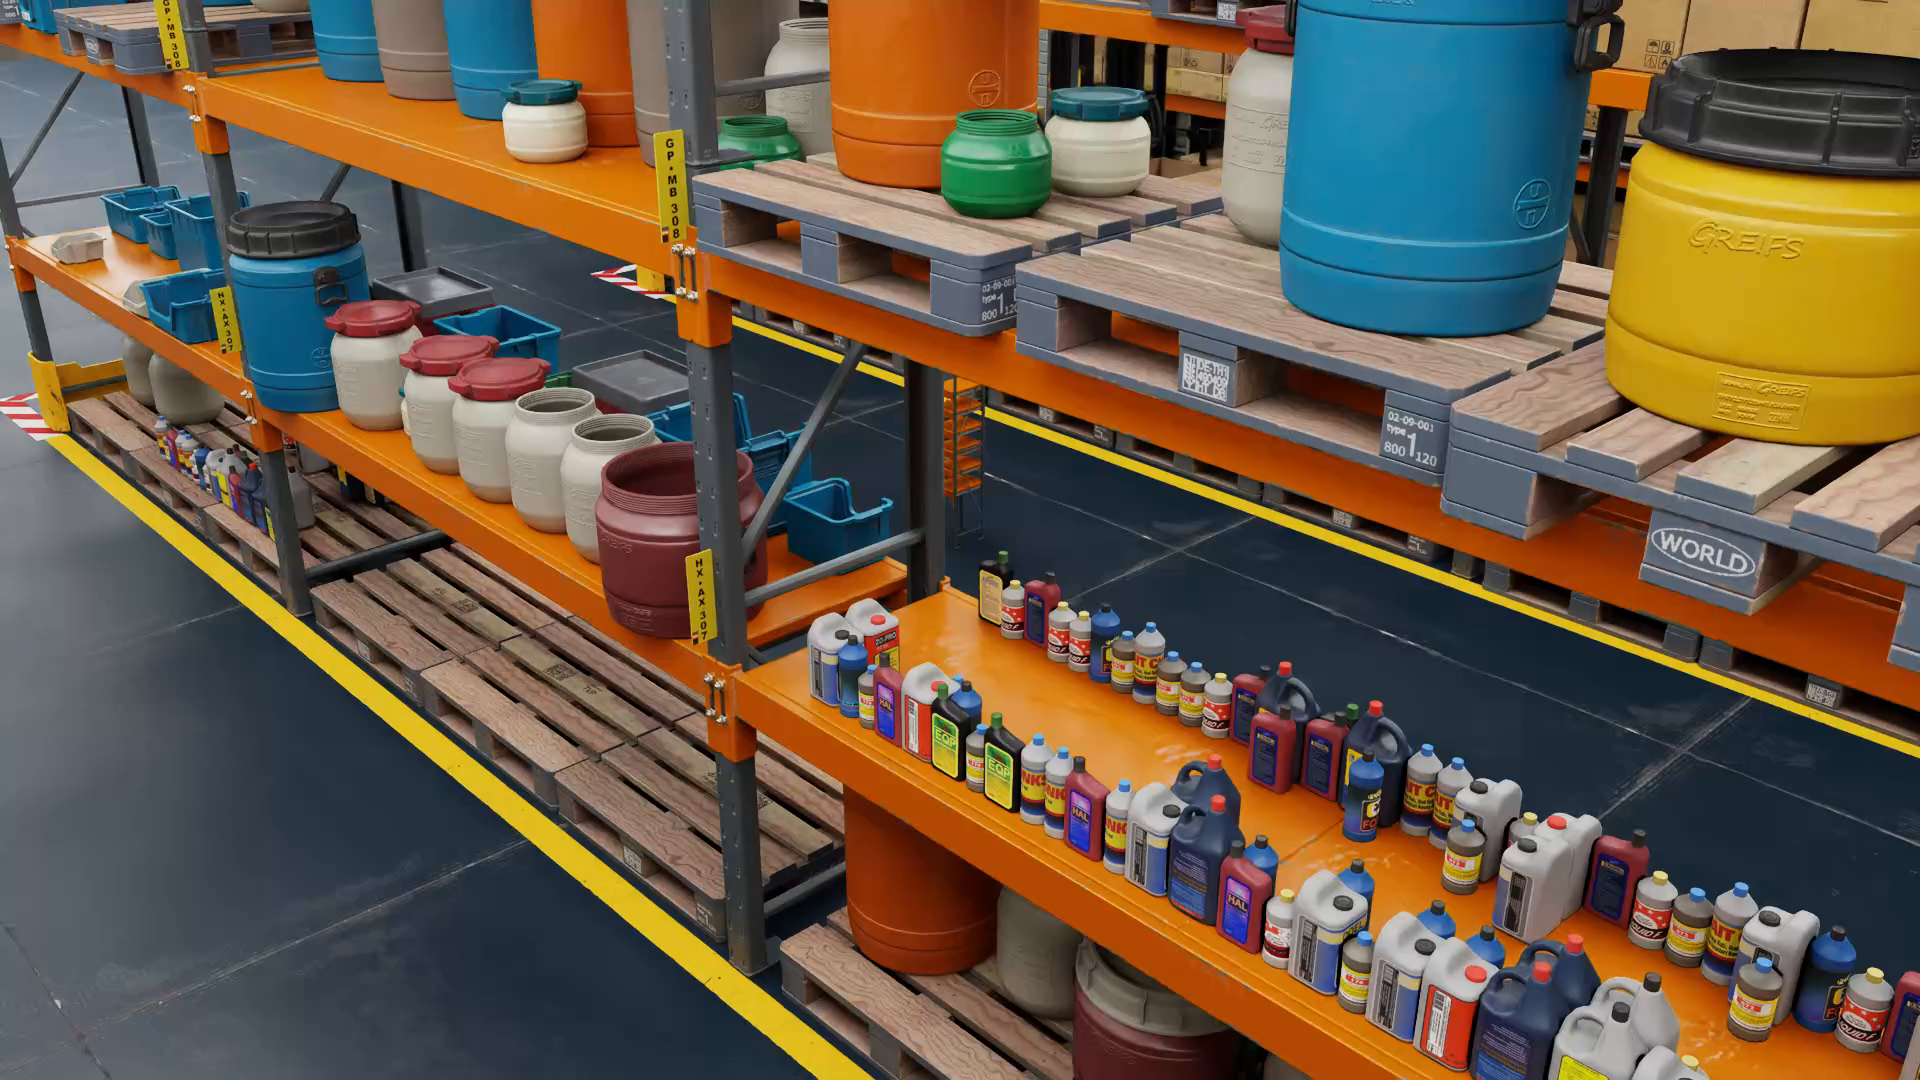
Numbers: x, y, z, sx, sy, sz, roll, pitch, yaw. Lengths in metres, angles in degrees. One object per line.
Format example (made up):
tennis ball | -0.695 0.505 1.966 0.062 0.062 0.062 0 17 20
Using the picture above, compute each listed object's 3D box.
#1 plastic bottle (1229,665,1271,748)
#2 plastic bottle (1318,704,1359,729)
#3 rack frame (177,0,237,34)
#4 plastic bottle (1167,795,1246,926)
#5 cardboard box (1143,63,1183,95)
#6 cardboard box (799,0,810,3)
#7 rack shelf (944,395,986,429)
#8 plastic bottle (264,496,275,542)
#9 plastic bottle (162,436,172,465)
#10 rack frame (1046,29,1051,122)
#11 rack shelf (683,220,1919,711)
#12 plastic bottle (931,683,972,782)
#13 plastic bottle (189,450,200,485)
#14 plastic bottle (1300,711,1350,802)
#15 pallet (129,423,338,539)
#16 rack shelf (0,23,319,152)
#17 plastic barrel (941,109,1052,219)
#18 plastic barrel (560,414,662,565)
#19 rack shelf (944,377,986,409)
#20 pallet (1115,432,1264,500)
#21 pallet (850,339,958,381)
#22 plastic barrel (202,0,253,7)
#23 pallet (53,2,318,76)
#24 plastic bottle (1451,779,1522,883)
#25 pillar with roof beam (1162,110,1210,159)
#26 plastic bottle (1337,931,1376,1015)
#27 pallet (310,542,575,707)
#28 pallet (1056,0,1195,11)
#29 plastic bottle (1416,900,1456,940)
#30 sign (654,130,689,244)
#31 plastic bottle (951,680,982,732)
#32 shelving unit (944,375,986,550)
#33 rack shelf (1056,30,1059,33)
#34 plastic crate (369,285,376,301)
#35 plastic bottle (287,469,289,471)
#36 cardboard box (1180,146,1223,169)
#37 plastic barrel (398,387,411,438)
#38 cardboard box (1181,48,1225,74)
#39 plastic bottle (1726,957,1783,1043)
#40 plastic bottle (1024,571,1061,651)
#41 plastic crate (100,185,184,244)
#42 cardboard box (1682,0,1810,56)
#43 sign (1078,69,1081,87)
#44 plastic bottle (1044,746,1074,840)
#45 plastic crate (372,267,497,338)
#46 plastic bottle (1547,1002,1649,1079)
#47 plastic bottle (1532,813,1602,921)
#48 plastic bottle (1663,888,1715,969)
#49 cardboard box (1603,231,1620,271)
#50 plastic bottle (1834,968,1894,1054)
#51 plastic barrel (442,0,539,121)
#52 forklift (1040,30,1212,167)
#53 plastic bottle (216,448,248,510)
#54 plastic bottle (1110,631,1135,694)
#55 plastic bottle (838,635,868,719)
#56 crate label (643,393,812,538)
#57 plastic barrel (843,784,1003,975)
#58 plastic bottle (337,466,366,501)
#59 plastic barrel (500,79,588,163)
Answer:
plastic bottle | 0.909 0.508 5.162 0.061 0.283 0.133 -21 32 -38
plastic bottle | 1.126 0.605 4.951 0.061 0.283 0.133 -21 32 -38
rack frame | -3.195 -3.834 7.312 1.000 3.000 0.127 -21 32 -38
plastic bottle | 0.653 0.822 4.393 0.144 0.351 0.185 -21 32 -38
cardboard box | 2.114 -4.520 16.201 0.500 0.250 0.500 -22 32 -39
cardboard box | -1.601 -4.037 13.302 0.700 0.500 0.500 -22 33 -40
rack shelf | -0.010 -0.728 9.429 0.258 0.103 0.180 -21 32 -38
plastic bottle | -3.764 -0.121 9.144 0.061 0.283 0.133 -19 31 -36
plastic bottle | -4.846 -0.574 10.236 0.097 0.201 0.097 0 25 0
rack frame | 1.303 -5.127 17.374 1.000 3.000 0.127 -21 32 -38
rack shelf | 0.906 -0.324 4.099 1.077 0.370 4.000 -21 32 -38
plastic bottle | -0.026 0.577 5.012 0.061 0.283 0.133 -21 32 -38
plastic bottle | -4.546 -0.441 9.945 0.097 0.201 0.097 0 25 0
plastic bottle | 1.082 0.622 4.913 0.061 0.283 0.133 -21 32 -38
pallet | -4.461 -0.421 10.418 1.003 0.211 1.213 -21 32 -38
rack shelf | -4.561 -2.748 9.412 1.077 0.370 4.000 -21 32 -38
plastic barrel | 0.096 -0.991 4.376 0.294 0.245 0.294 0 25 0
plastic barrel | -1.320 -0.194 6.428 0.421 0.512 0.421 0 25 0
rack shelf | -0.010 -0.837 9.380 0.258 0.103 0.180 -21 32 -38
pallet | 1.794 -0.658 10.938 1.003 0.211 1.213 -21 32 -38
pallet | -0.089 -1.493 12.767 1.003 0.211 1.213 -21 32 -38
plastic barrel | -3.797 -3.220 8.471 0.600 0.901 0.708 -21 32 -38
pallet | -3.759 -2.574 8.392 1.213 0.211 1.003 -21 32 -38
plastic bottle | 1.444 0.777 4.583 0.152 0.276 0.135 -21 32 -38
pillar with roof beam | -0.729 -6.668 13.525 9.100 9.000 0.400 -21 32 -38
plastic bottle | 0.982 1.050 4.073 0.097 0.201 0.097 0 25 0
pallet | -2.629 0.391 8.638 1.003 0.211 1.213 -21 32 -38
pallet | 1.036 -3.523 10.474 1.217 0.209 0.805 22 33 40
plastic bottle | 1.160 1.005 4.088 0.097 0.271 0.097 0 25 0
sign | -0.857 -1.051 4.953 0.100 0.325 0.005 -21 32 -38
plastic bottle | 0.019 0.555 5.075 0.097 0.271 0.097 0 25 0
shelving unit | -0.010 -0.550 9.511 0.258 1.200 0.189 -21 32 -38
rack shelf | -0.943 -4.152 12.489 1.077 0.370 4.000 -21 32 -38
plastic crate | -3.459 -1.271 8.996 0.767 0.338 0.504 -21 32 -38
plastic bottle | -3.885 -0.287 9.516 0.152 0.276 0.135 -21 32 -38
cardboard box | 2.565 -3.545 16.389 0.500 0.500 0.700 21 32 39
plastic barrel | -2.402 -0.597 7.611 0.301 0.262 0.301 0 25 0
cardboard box | 2.451 -4.715 15.724 0.500 0.500 0.500 -20 31 -37
plastic bottle | 1.907 1.092 3.983 0.097 0.201 0.097 0 25 0
plastic bottle | 0.285 0.232 5.768 0.061 0.283 0.133 -21 32 -38
plastic crate | -5.368 -2.182 11.098 0.499 0.251 0.616 -21 32 -38
cardboard box | 3.829 -2.430 7.727 0.910 0.500 0.500 -21 32 -38
sign | 0.813 -3.156 11.755 0.100 0.325 0.005 -21 32 -38
plastic bottle | 0.290 0.712 4.731 0.097 0.271 0.097 0 25 0
plastic crate | -2.640 -1.074 8.412 0.402 0.464 0.583 -21 32 -38
plastic bottle | 1.406 1.156 3.661 0.144 0.351 0.185 -21 32 -38
plastic bottle | 1.602 0.847 4.429 0.152 0.276 0.135 -21 32 -38
plastic bottle | 1.859 0.978 4.231 0.097 0.201 0.097 0 25 0
cardboard box | 5.614 -2.301 13.661 0.700 0.500 0.500 -21 32 -39
plastic bottle | 2.151 1.107 3.948 0.097 0.201 0.097 0 25 0
plastic barrel | -1.794 -2.208 6.759 0.600 0.901 0.708 -21 32 -38
forklift | 1.548 -3.514 13.922 3.031 2.935 1.130 22 32 39
plastic bottle | -4.197 -0.369 9.606 0.144 0.351 0.185 -21 32 -39
plastic bottle | 0.550 0.398 5.503 0.097 0.201 0.097 0 25 0
plastic bottle | -0.341 0.432 5.345 0.097 0.271 0.097 0 25 0
crate label | -0.942 -0.286 6.721 0.502 0.435 0.616 -21 32 -38
plastic barrel | -0.114 1.047 5.949 0.600 0.830 0.708 -21 32 -38
plastic bottle | -3.549 -0.421 9.720 0.144 0.351 0.185 -21 32 -38
plastic barrel | -1.500 -1.513 6.006 0.301 0.262 0.301 0 25 0
